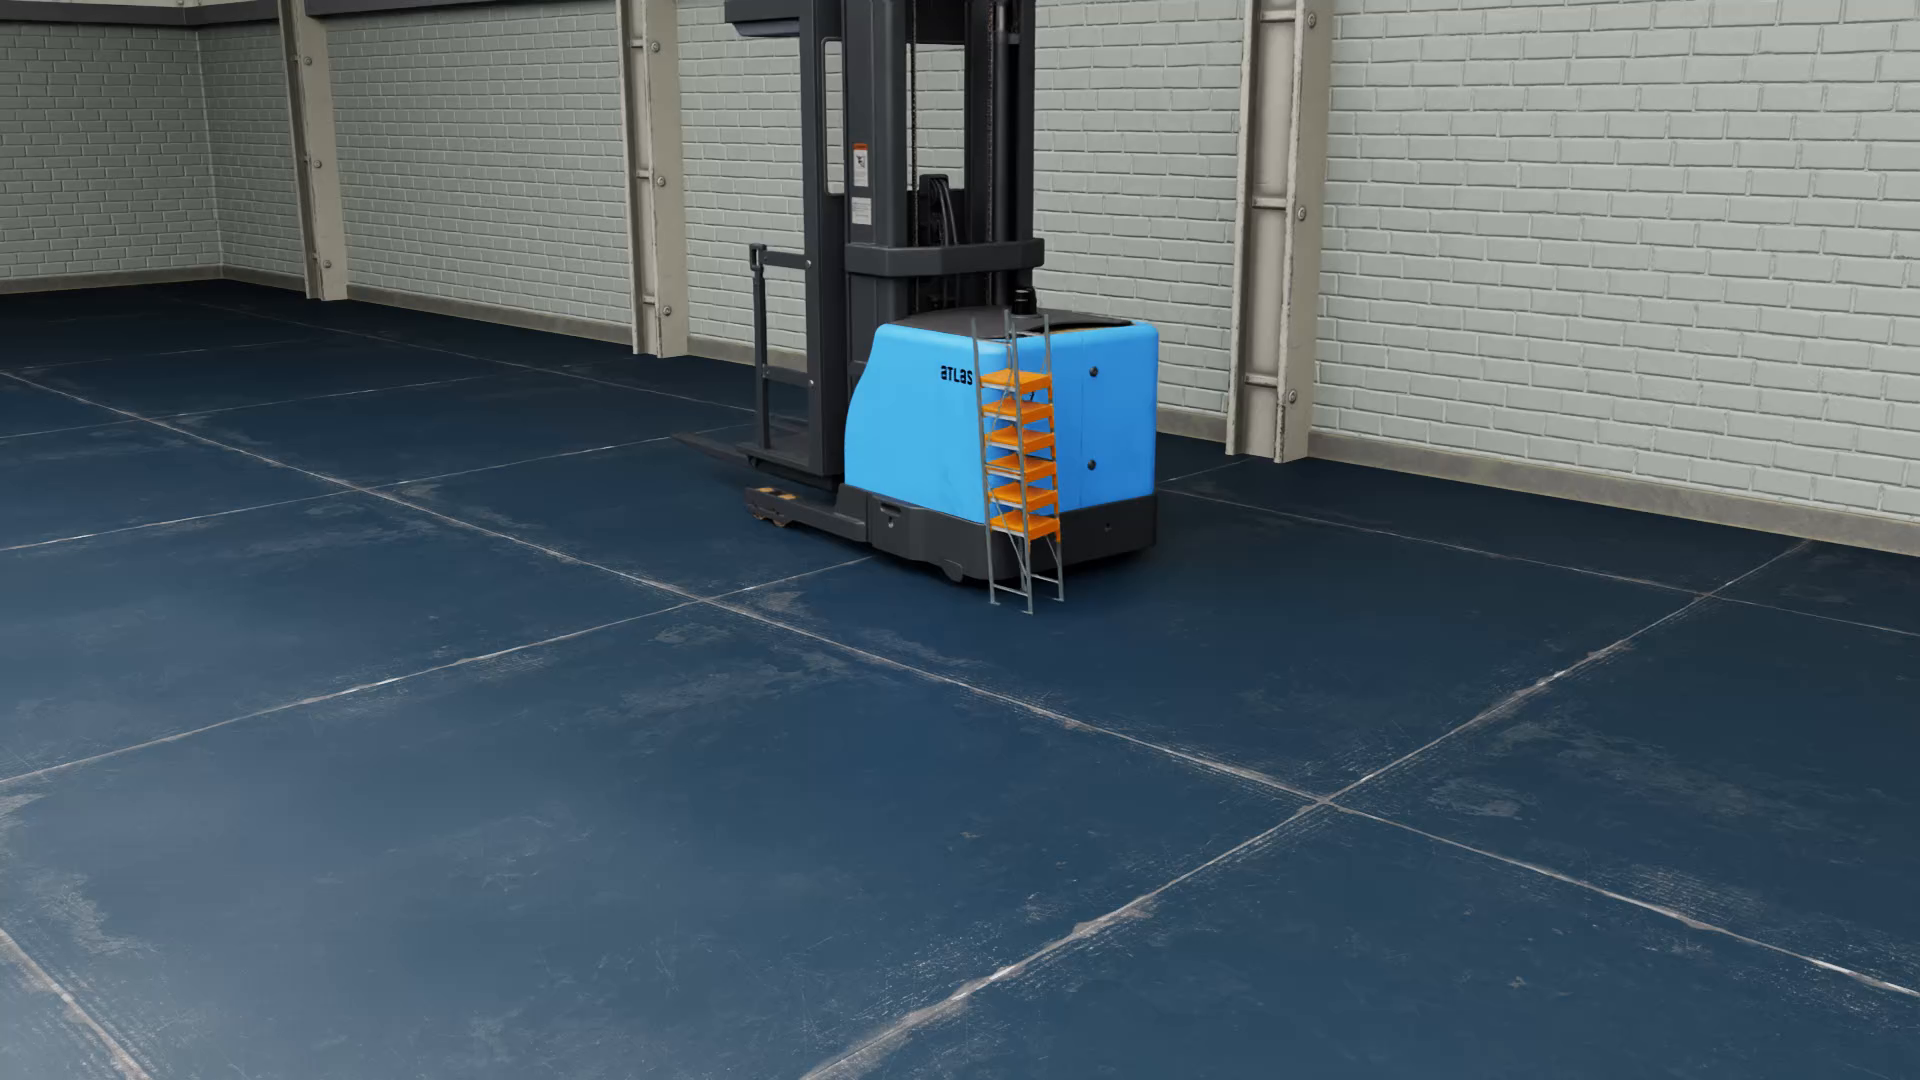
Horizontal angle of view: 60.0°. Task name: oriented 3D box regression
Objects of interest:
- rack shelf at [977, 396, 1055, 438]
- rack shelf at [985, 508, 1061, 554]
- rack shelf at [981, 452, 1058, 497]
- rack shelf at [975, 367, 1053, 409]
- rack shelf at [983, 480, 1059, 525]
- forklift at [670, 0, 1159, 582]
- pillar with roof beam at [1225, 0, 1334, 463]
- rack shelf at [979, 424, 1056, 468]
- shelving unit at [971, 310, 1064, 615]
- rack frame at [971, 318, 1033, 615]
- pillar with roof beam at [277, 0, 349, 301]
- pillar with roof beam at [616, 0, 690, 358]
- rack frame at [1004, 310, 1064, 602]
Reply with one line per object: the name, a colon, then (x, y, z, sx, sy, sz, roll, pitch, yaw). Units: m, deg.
rack shelf: (0.224, -0.494, 6.649, 0.180, 0.103, 0.258, -20, 24, -40)
rack shelf: (0.257, -0.040, 6.801, 0.180, 0.103, 0.258, -20, 24, -40)
rack shelf: (0.241, -0.267, 6.725, 0.180, 0.103, 0.258, -20, 24, -40)
rack shelf: (0.215, -0.607, 6.611, 0.180, 0.103, 0.258, -20, 24, -40)
rack shelf: (0.249, -0.153, 6.763, 0.180, 0.103, 0.258, -20, 24, -40)
forklift: (-0.419, -1.548, 8.060, 1.130, 2.935, 3.031, -11, 18, -37)
pillar with roof beam: (-1.162, -4.080, 5.743, 0.400, 9.000, 9.100, 14, 20, 42)
rack shelf: (0.232, -0.380, 6.687, 0.180, 0.103, 0.258, -20, 24, -40)
shelving unit: (0.237, -0.309, 6.711, 0.189, 1.200, 0.258, -20, 24, -40)
rack frame: (0.171, -0.284, 6.652, 0.006, 1.200, 0.240, -20, 24, -40)
pillar with roof beam: (-9.800, -6.180, 13.803, 0.400, 9.000, 9.100, 14, 20, 42)
pillar with roof beam: (-5.481, -5.130, 9.773, 0.400, 9.000, 9.100, 14, 20, 42)
rack frame: (0.303, -0.333, 6.769, 0.006, 1.200, 0.240, -20, 24, -40)
